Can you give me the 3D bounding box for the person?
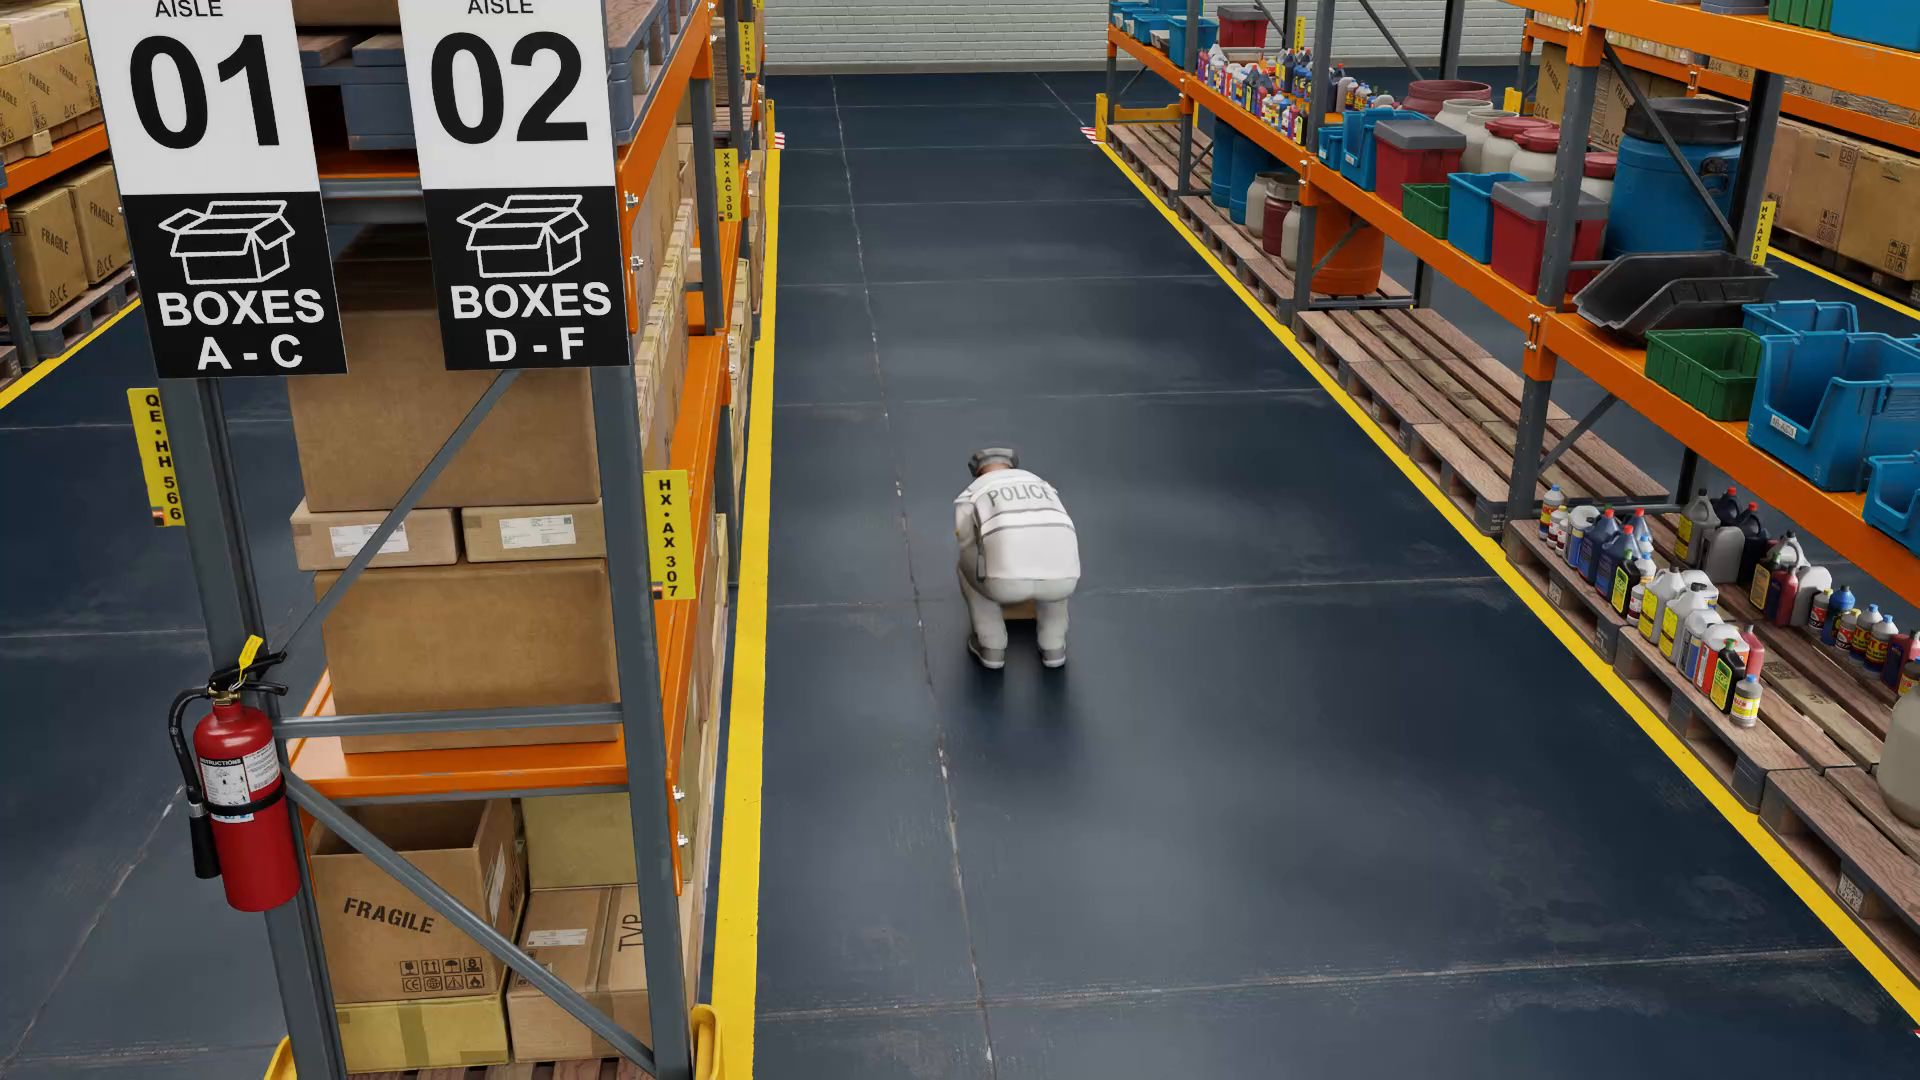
[{"bbox_3d":[0.247,0.093,7.593,0.527,0.822,1.019,-3,24,-6],"label":"person"}]
